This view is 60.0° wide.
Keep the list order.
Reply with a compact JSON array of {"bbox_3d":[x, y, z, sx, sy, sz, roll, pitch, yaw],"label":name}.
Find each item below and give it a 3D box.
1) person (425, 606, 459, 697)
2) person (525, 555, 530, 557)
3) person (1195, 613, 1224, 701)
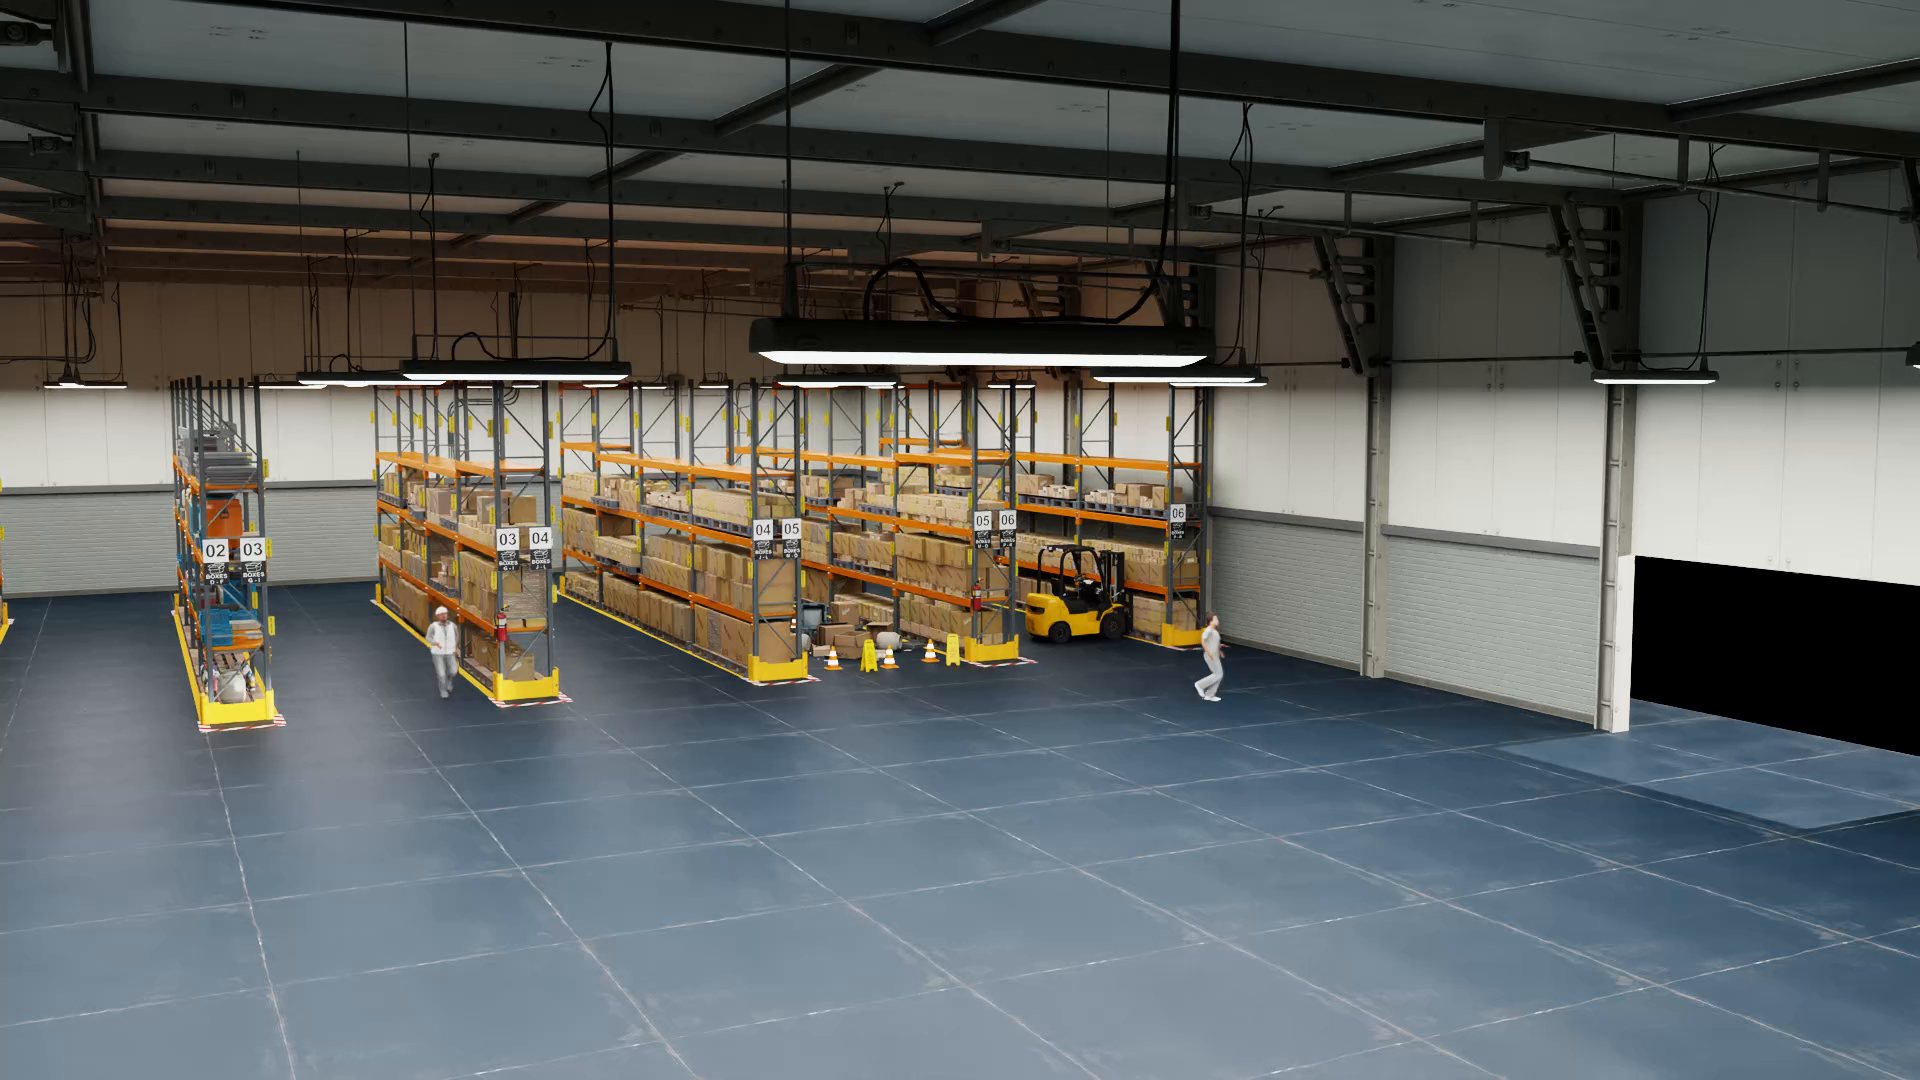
[{"bbox_3d":[-9.649,2.099,31.123,0.653,1.716,0.597,-3,6,-30],"label":"person"},{"bbox_3d":[-12.213,0.700,46.861,0.733,1.749,0.778,0,5,5],"label":"person"},{"bbox_3d":[4.647,2.179,30.850,0.523,1.621,0.573,2,6,24],"label":"person"}]
